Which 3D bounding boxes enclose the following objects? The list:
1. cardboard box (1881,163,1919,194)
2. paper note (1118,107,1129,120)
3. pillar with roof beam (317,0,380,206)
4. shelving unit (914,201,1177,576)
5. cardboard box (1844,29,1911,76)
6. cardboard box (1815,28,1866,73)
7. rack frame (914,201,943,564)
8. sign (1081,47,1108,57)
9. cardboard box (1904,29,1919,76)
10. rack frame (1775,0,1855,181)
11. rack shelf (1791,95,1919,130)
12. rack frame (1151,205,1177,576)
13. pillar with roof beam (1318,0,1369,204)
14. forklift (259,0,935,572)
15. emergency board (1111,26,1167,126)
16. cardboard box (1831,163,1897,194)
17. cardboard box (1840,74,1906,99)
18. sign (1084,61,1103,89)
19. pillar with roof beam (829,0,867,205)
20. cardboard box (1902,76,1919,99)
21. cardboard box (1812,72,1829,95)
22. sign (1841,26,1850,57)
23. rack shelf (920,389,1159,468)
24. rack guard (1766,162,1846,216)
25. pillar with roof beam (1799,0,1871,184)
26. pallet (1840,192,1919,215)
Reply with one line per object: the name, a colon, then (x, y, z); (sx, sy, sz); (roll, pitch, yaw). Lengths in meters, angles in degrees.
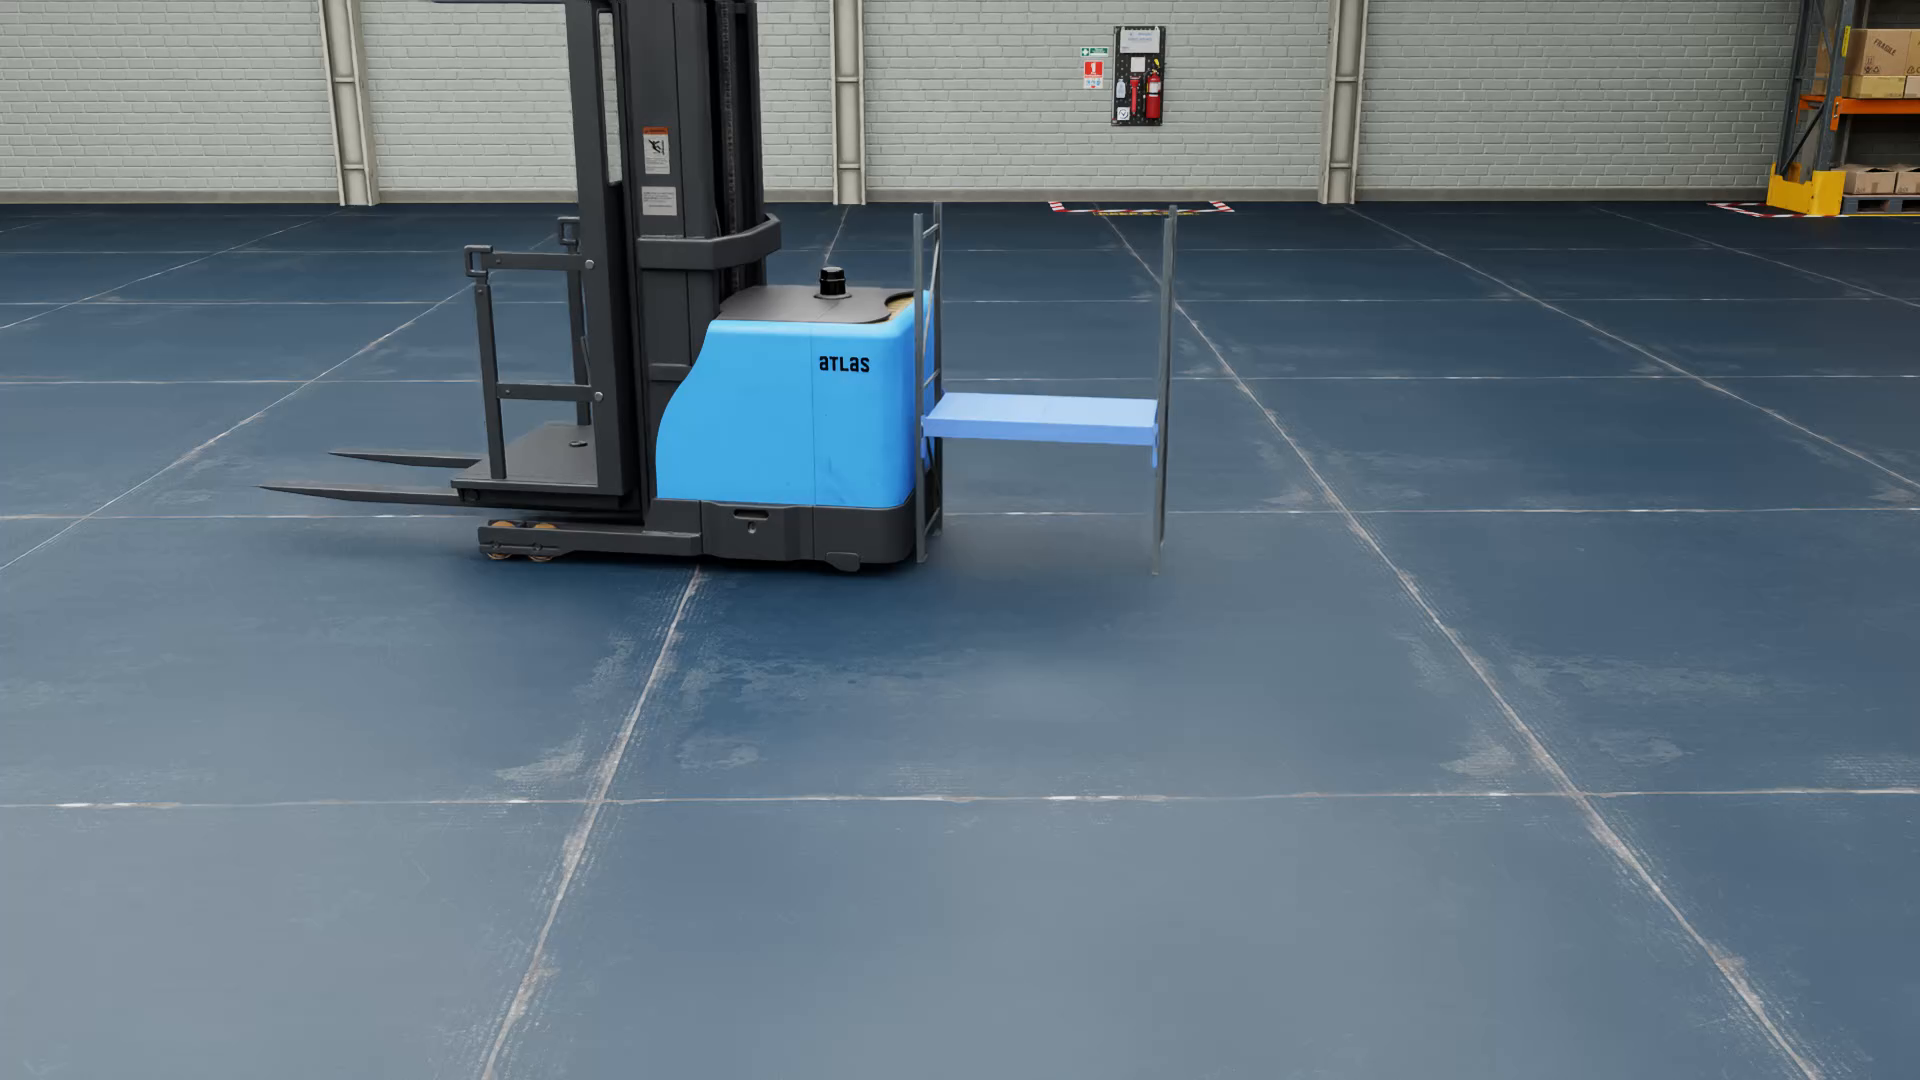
cardboard box: (11.223, -4.274, 19.643); (0.500, 0.311, 0.500); (1, 18, 4)
paper note: (1.997, -5.206, 20.307); (0.142, 0.148, 0.016); (0, 18, -1)
pillar with roof beam: (-7.284, -7.089, 14.915); (0.400, 9.000, 9.100); (0, 18, -1)
shelving unit: (0.368, -0.661, 7.154); (1.048, 1.500, 0.538); (3, 18, 9)
cardboard box: (10.442, -5.572, 18.993); (0.500, 0.500, 0.500); (0, 18, -1)
cardboard box: (10.428, -5.729, 19.481); (0.500, 0.500, 0.500); (0, 18, -1)
rack frame: (-0.134, -0.686, 7.232); (0.032, 1.500, 0.500); (3, 18, 9)
sign: (1.626, -5.900, 20.104); (0.331, 0.109, 0.001); (0, 18, -1)
cardboard box: (10.936, -5.572, 18.991); (0.500, 0.500, 0.500); (0, 18, -1)
rack frame: (9.960, -5.367, 19.366); (0.127, 3.000, 1.000); (0, 18, -1)
rack shelf: (11.960, -5.034, 19.506); (4.000, 0.370, 1.077); (0, 18, -1)
rack frame: (0.869, -0.636, 7.075); (0.032, 1.500, 0.500); (3, 18, 9)
pillar with roof beam: (4.715, -7.147, 15.095); (0.400, 9.000, 9.100); (0, 18, -1)
forklift: (-1.653, -1.454, 7.283); (3.031, 2.935, 1.130); (3, 18, 9)
emergency board: (2.175, -5.605, 20.109); (0.643, 1.169, 0.194); (0, 18, -1)
cardboard box: (10.653, -4.272, 19.634); (0.500, 0.311, 0.500); (-2, 18, -7)
cardboard box: (10.453, -5.210, 19.091); (0.500, 0.250, 0.500); (-1, 18, -2)
sign: (1.621, -5.651, 20.194); (0.234, 0.329, 0.001); (0, 18, -1)
pillar with roof beam: (-1.284, -7.118, 15.005); (0.400, 9.000, 9.100); (0, 18, -1)
cardboard box: (10.972, -5.217, 19.113); (0.500, 0.250, 0.500); (-1, 18, -3)
cardboard box: (10.424, -5.366, 19.578); (0.500, 0.250, 0.500); (0, 18, 0)
sign: (9.969, -5.613, 18.717); (0.005, 0.325, 0.100); (0, 18, -1)
rack shelf: (0.368, -0.490, 7.209); (1.000, 0.185, 0.538); (3, 18, 9)
rack guard: (10.036, -4.177, 19.749); (0.348, 0.500, 1.175); (0, 18, -1)
pillar with roof beam: (10.714, -7.176, 15.185); (0.400, 9.000, 9.100); (0, 18, -1)
pallet: (10.849, -4.032, 19.772); (1.213, 0.211, 1.003); (0, 18, -1)
